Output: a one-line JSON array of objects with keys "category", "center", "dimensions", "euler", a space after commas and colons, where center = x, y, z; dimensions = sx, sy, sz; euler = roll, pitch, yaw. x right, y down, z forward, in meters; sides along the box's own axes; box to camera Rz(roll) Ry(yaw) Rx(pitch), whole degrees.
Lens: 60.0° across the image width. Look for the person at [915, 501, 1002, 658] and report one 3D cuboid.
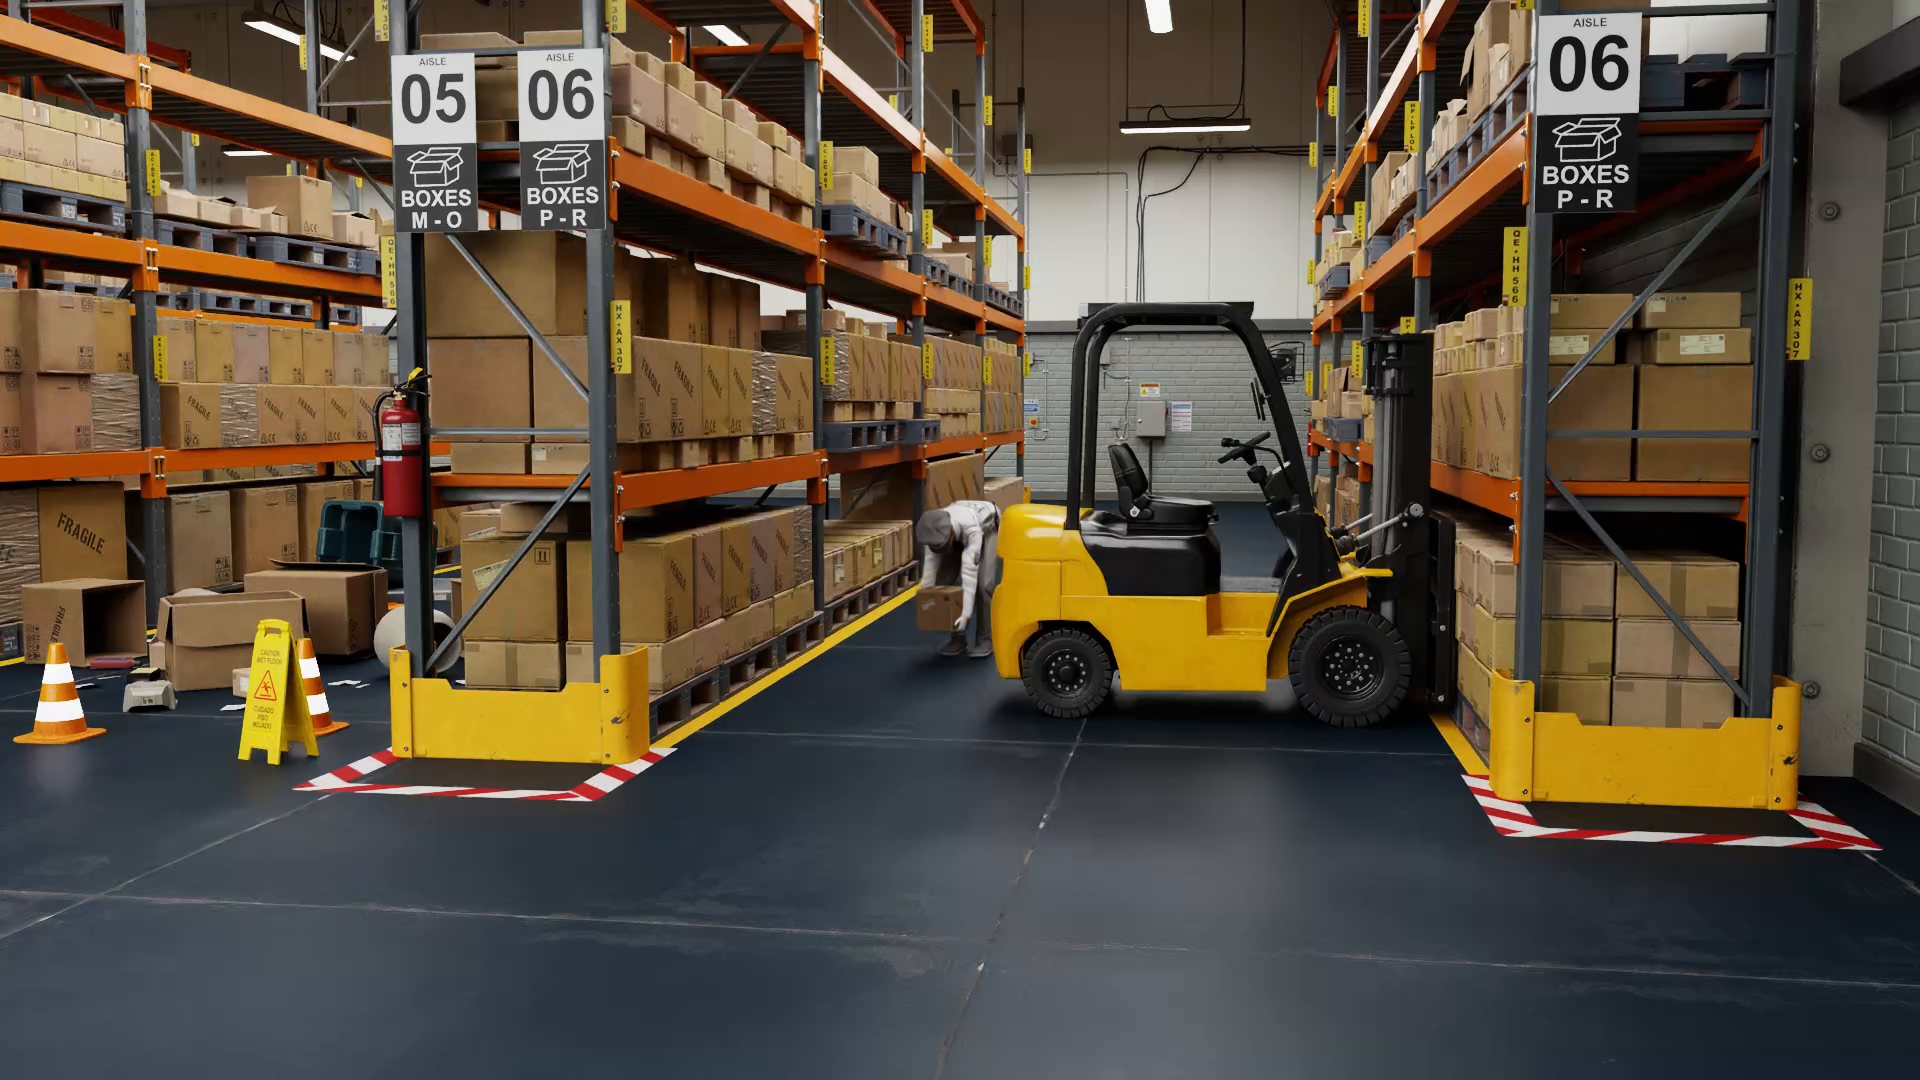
[{"category": "person", "center": [-0.009, 0.262, 10.708], "dimensions": [0.426, 1.014, 0.919], "euler": [2, 5, 25]}]
